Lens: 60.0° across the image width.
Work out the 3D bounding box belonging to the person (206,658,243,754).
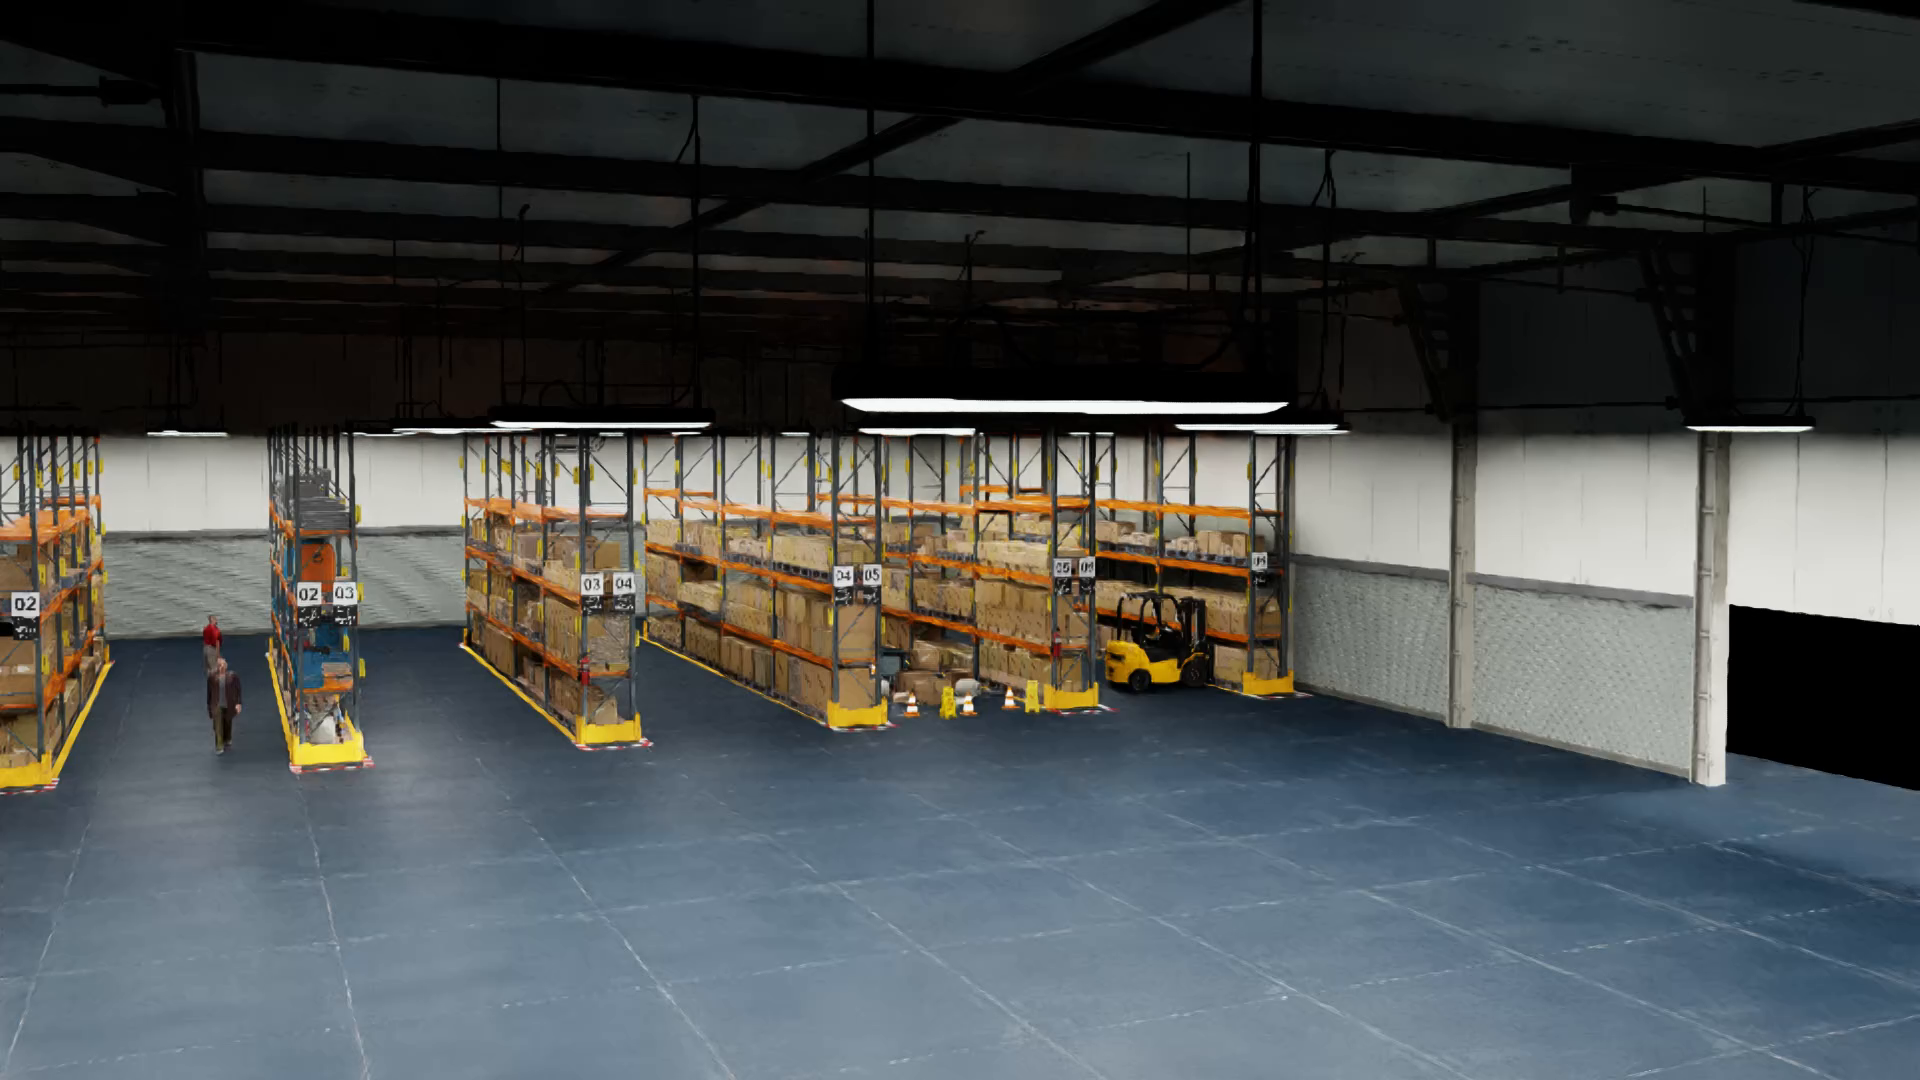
[{"bbox_3d":[-13.435,3.000,30.368,0.603,1.724,1.111,-2,4,-25],"label":"person"}]

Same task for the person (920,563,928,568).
[{"bbox_3d":[-1.119,1.569,54.518,0.486,1.664,0.700,3,4,37],"label":"person"}]

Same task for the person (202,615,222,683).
[{"bbox_3d":[-16.825,2.550,37.539,0.628,1.739,0.474,3,4,36],"label":"person"}]
